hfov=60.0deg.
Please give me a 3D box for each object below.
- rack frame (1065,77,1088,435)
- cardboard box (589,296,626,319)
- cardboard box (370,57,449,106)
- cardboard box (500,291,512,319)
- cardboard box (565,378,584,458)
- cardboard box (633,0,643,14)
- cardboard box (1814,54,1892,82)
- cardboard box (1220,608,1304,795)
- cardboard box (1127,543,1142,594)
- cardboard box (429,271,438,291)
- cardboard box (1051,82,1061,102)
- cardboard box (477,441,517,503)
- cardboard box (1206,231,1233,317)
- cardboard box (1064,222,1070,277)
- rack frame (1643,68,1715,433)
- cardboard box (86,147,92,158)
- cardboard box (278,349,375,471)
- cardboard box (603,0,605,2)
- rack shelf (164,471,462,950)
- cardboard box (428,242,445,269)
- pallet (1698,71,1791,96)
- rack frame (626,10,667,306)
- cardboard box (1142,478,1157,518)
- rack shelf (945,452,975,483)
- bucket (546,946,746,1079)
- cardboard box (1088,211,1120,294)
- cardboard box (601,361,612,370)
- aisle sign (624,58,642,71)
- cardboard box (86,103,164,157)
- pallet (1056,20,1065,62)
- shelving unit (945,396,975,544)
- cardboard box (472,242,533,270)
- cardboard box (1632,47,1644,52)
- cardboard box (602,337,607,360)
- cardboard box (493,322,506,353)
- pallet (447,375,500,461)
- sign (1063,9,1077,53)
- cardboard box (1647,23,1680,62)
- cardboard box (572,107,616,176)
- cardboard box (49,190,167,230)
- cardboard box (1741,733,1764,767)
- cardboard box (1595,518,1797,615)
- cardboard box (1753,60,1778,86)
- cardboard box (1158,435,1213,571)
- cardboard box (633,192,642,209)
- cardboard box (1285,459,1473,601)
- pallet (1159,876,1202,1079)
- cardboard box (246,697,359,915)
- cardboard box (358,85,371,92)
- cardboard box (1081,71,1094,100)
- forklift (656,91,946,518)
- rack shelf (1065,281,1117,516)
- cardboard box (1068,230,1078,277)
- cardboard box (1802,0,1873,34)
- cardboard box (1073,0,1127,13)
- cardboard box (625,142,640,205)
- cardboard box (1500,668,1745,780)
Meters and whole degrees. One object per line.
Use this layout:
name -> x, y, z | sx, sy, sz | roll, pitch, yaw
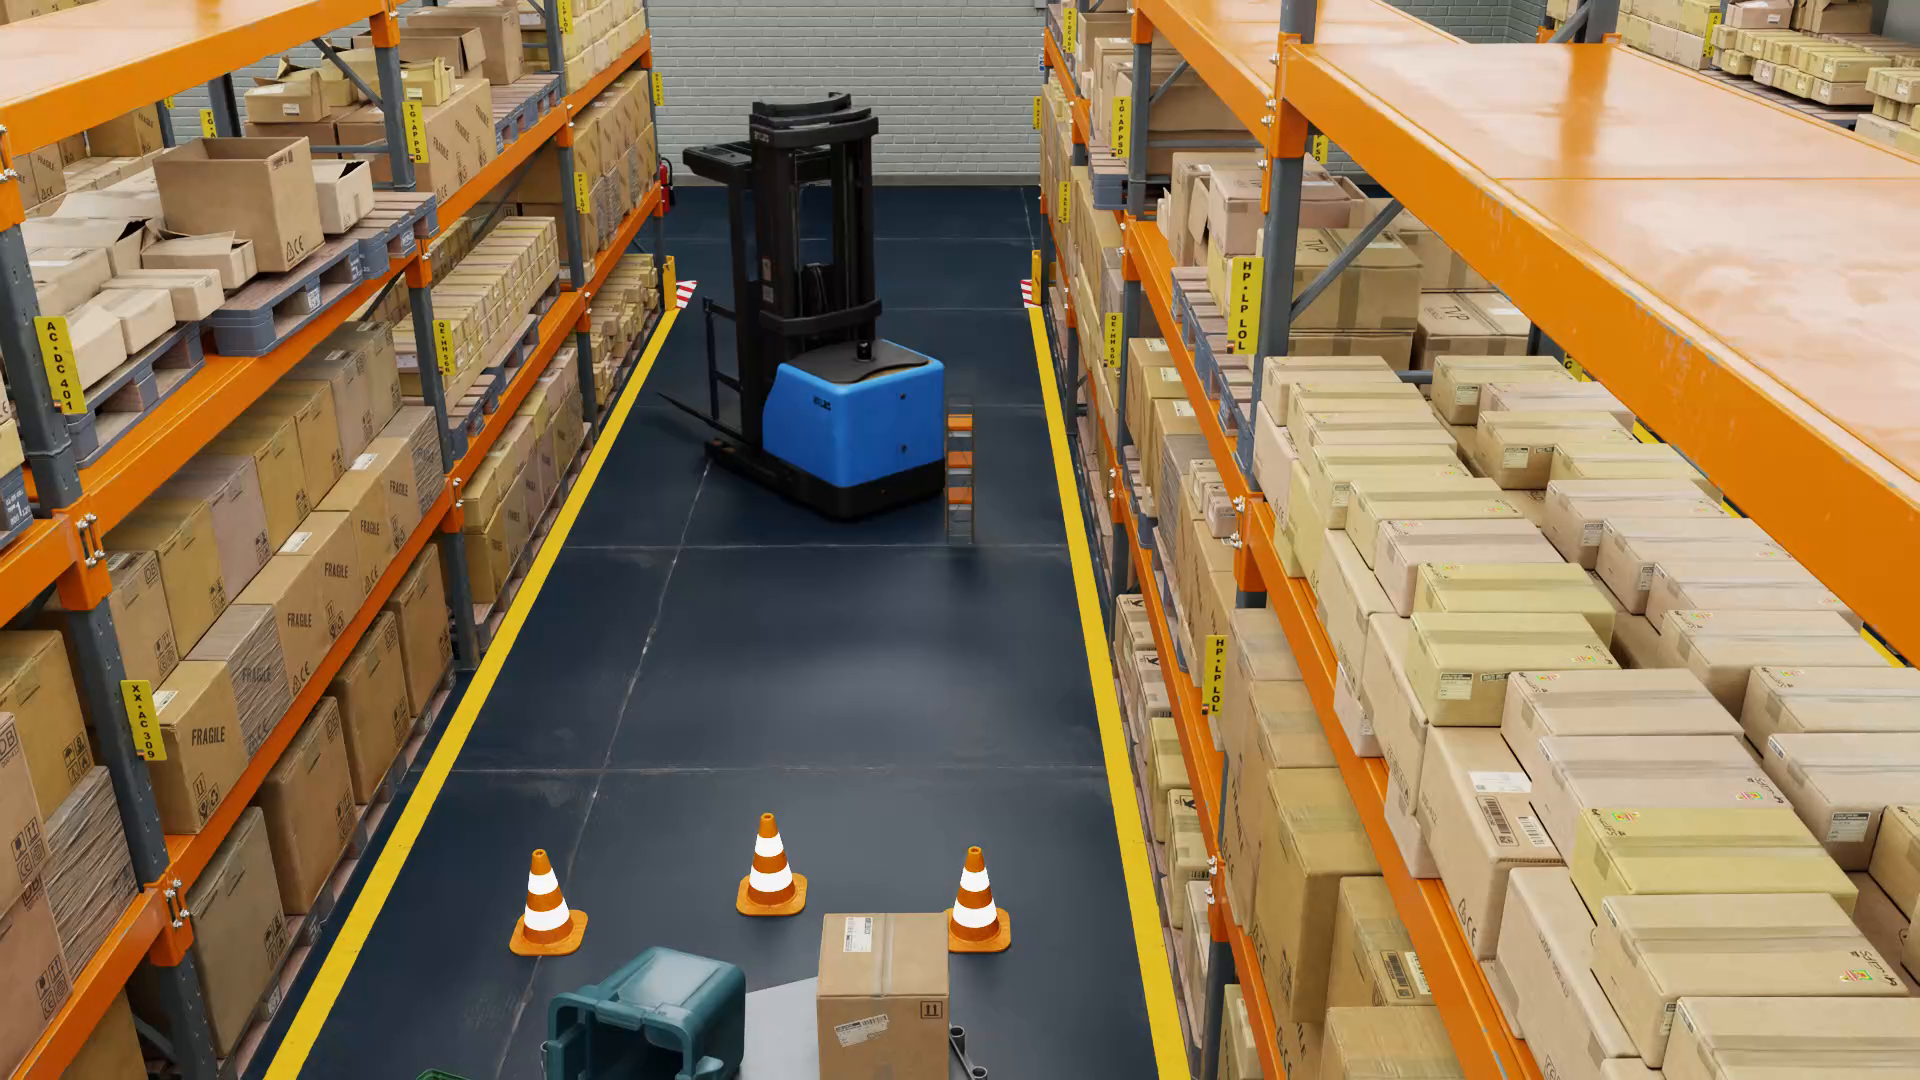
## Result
rack frame -> 1.399, -2.283, 13.540 | 1.000, 3.000, 0.127 | 0, 24, -1
cardboard box -> -3.338, -2.169, 15.517 | 0.380, 0.149, 0.250 | 0, 24, 0
cardboard box -> -3.240, -2.712, 9.799 | 0.396, 0.266, 0.258 | 0, 24, -1
cardboard box -> -3.333, -1.625, 11.520 | 0.380, 0.149, 0.250 | 1, 24, 1
cardboard box -> -3.290, -0.967, 13.156 | 0.500, 0.500, 0.500 | -1, 24, -2
cardboard box -> -3.334, -5.204, 15.936 | 0.500, 0.250, 0.500 | -1, 24, -2
cardboard box -> 6.003, -3.172, 11.179 | 0.380, 0.149, 0.250 | 0, 24, 0
cardboard box -> 1.274, 0.560, 5.560 | 0.700, 0.500, 0.500 | -1, 24, -1
cardboard box -> 1.518, -0.143, 10.877 | 0.875, 0.875, 0.875 | 0, 24, -1
cardboard box -> -3.989, -1.835, 11.985 | 0.380, 0.149, 0.250 | 1, 24, 2
cardboard box -> 1.066, -4.256, 15.782 | 0.380, 0.149, 0.250 | -1, 24, -2
cardboard box -> -3.277, -0.459, 11.121 | 0.500, 0.250, 0.500 | -1, 24, -1
cardboard box -> 1.330, -1.134, 7.034 | 0.500, 0.250, 0.500 | 0, 24, 0
cardboard box -> 1.138, -2.518, 13.940 | 0.500, 0.500, 0.500 | 0, 24, 0
rack frame -> 6.362, -2.306, 13.593 | 1.000, 3.000, 0.127 | 0, 24, -1
cardboard box -> -8.819, -3.754, 16.616 | 0.500, 0.250, 0.500 | -1, 24, -2
cardboard box -> -3.504, -0.678, 8.658 | 0.700, 0.500, 0.500 | -1, 24, -1
cardboard box -> -3.301, -4.805, 14.569 | 0.380, 0.149, 0.250 | -1, 24, -2
rack shelf -> -3.484, 0.582, 8.081 | 1.077, 0.370, 4.000 | 0, 24, -1
cardboard box -> -3.996, -2.079, 12.163 | 0.380, 0.149, 0.250 | -1, 24, -1
pallet -> 6.299, -3.318, 12.419 | 1.213, 0.211, 1.003 | 0, 24, -1
rack frame -> -3.593, -3.867, 17.043 | 1.000, 3.000, 0.127 | 0, 24, -1
cardboard box -> 1.169, -0.233, 8.805 | 0.380, 0.149, 0.250 | 0, 24, 0
rack shelf -> -0.001, -0.491, 11.970 | 0.215, 0.259, 0.240 | 0, 24, -1
bucket -> -1.155, 1.922, 6.370 | 0.726, 0.611, 0.620 | 8, 16, 18
cardboard box -> 1.165, -1.972, 11.519 | 0.500, 0.500, 0.500 | -1, 24, -1
cardboard box -> -3.290, -1.474, 14.703 | 0.380, 0.149, 0.250 | 0, 24, -1
aisle sign -> -3.294, -5.083, 16.577 | 0.394, 0.787, 0.004 | 0, 24, -1
cardboard box -> -8.286, -4.096, 16.460 | 0.500, 0.500, 0.500 | 0, 24, 0
pallet -> 1.390, -4.447, 14.795 | 1.003, 0.211, 1.213 | 0, 24, -1
shelving unit -> -0.001, -0.500, 11.966 | 0.215, 1.050, 0.252 | 0, 24, -1
cardboard box -> -3.342, -2.077, 12.158 | 0.380, 0.149, 0.250 | 0, 24, -1
cardboard box -> 6.089, -4.232, 14.516 | 0.380, 0.149, 0.250 | 0, 24, 0
cardboard box -> -3.365, -1.713, 14.869 | 0.380, 0.149, 0.250 | -1, 24, -3
cardboard box -> -3.325, -1.379, 11.337 | 0.380, 0.149, 0.250 | 0, 24, 0
pallet -> -3.620, -0.776, 10.442 | 1.213, 0.211, 1.003 | 0, 24, -1
sign -> 0.844, -3.918, 12.792 | 0.100, 0.325, 0.005 | 0, 24, -1
cardboard box -> 6.091, -4.152, 13.855 | 0.500, 0.250, 0.500 | -1, 24, -2
cardboard box -> -3.306, -3.464, 14.456 | 0.500, 0.500, 0.500 | 0, 24, 0
cardboard box -> -3.707, -1.416, 7.462 | 0.500, 0.311, 0.500 | -1, 24, -1
cardboard box -> 1.765, 0.600, 3.349 | 0.500, 0.250, 0.500 | 0, 24, 1
cardboard box -> 1.790, 0.062, 4.053 | 0.380, 0.149, 0.250 | 0, 24, 0
cardboard box -> 5.954, -3.355, 11.946 | 0.380, 0.149, 0.250 | 0, 24, 0
cardboard box -> 1.239, -0.181, 7.901 | 0.500, 0.500, 0.500 | -1, 24, -3
cardboard box -> -3.298, -3.308, 16.113 | 0.380, 0.149, 0.250 | 0, 24, 1
cardboard box -> 1.232, -0.025, 4.730 | 0.500, 0.250, 0.500 | 0, 24, -1
pallet -> 1.476, 1.964, 7.535 | 1.003, 0.211, 1.213 | 0, 24, -1
cardboard box -> -3.566, 1.259, 7.931 | 1.050, 0.750, 0.750 | 0, 24, -1
cardboard box -> -3.786, -2.629, 10.545 | 0.500, 0.500, 0.500 | 0, 24, -1
cardboard box -> 1.063, -3.211, 11.727 | 0.380, 0.166, 0.250 | -2, 24, -4
forklift -> -1.424, -2.036, 13.078 | 1.130, 2.935, 3.031 | -19, 30, -35
rack shelf -> 1.421, -1.131, 11.866 | 1.077, 0.370, 4.000 | 0, 24, -1
cardboard box -> 1.122, -2.259, 13.064 | 0.500, 0.250, 0.500 | -1, 24, -2
cardboard box -> 6.470, -3.885, 12.254 | 0.396, 0.266, 0.258 | 0, 24, -1
cardboard box -> 1.352, -4.489, 14.022 | 0.797, 0.503, 0.637 | 2, 24, 4
cardboard box -> -3.315, -3.443, 15.623 | 0.500, 0.500, 0.500 | 0, 24, 0
cardboard box -> 1.322, 0.384, 3.342 | 0.380, 0.149, 0.250 | -1, 24, -2
